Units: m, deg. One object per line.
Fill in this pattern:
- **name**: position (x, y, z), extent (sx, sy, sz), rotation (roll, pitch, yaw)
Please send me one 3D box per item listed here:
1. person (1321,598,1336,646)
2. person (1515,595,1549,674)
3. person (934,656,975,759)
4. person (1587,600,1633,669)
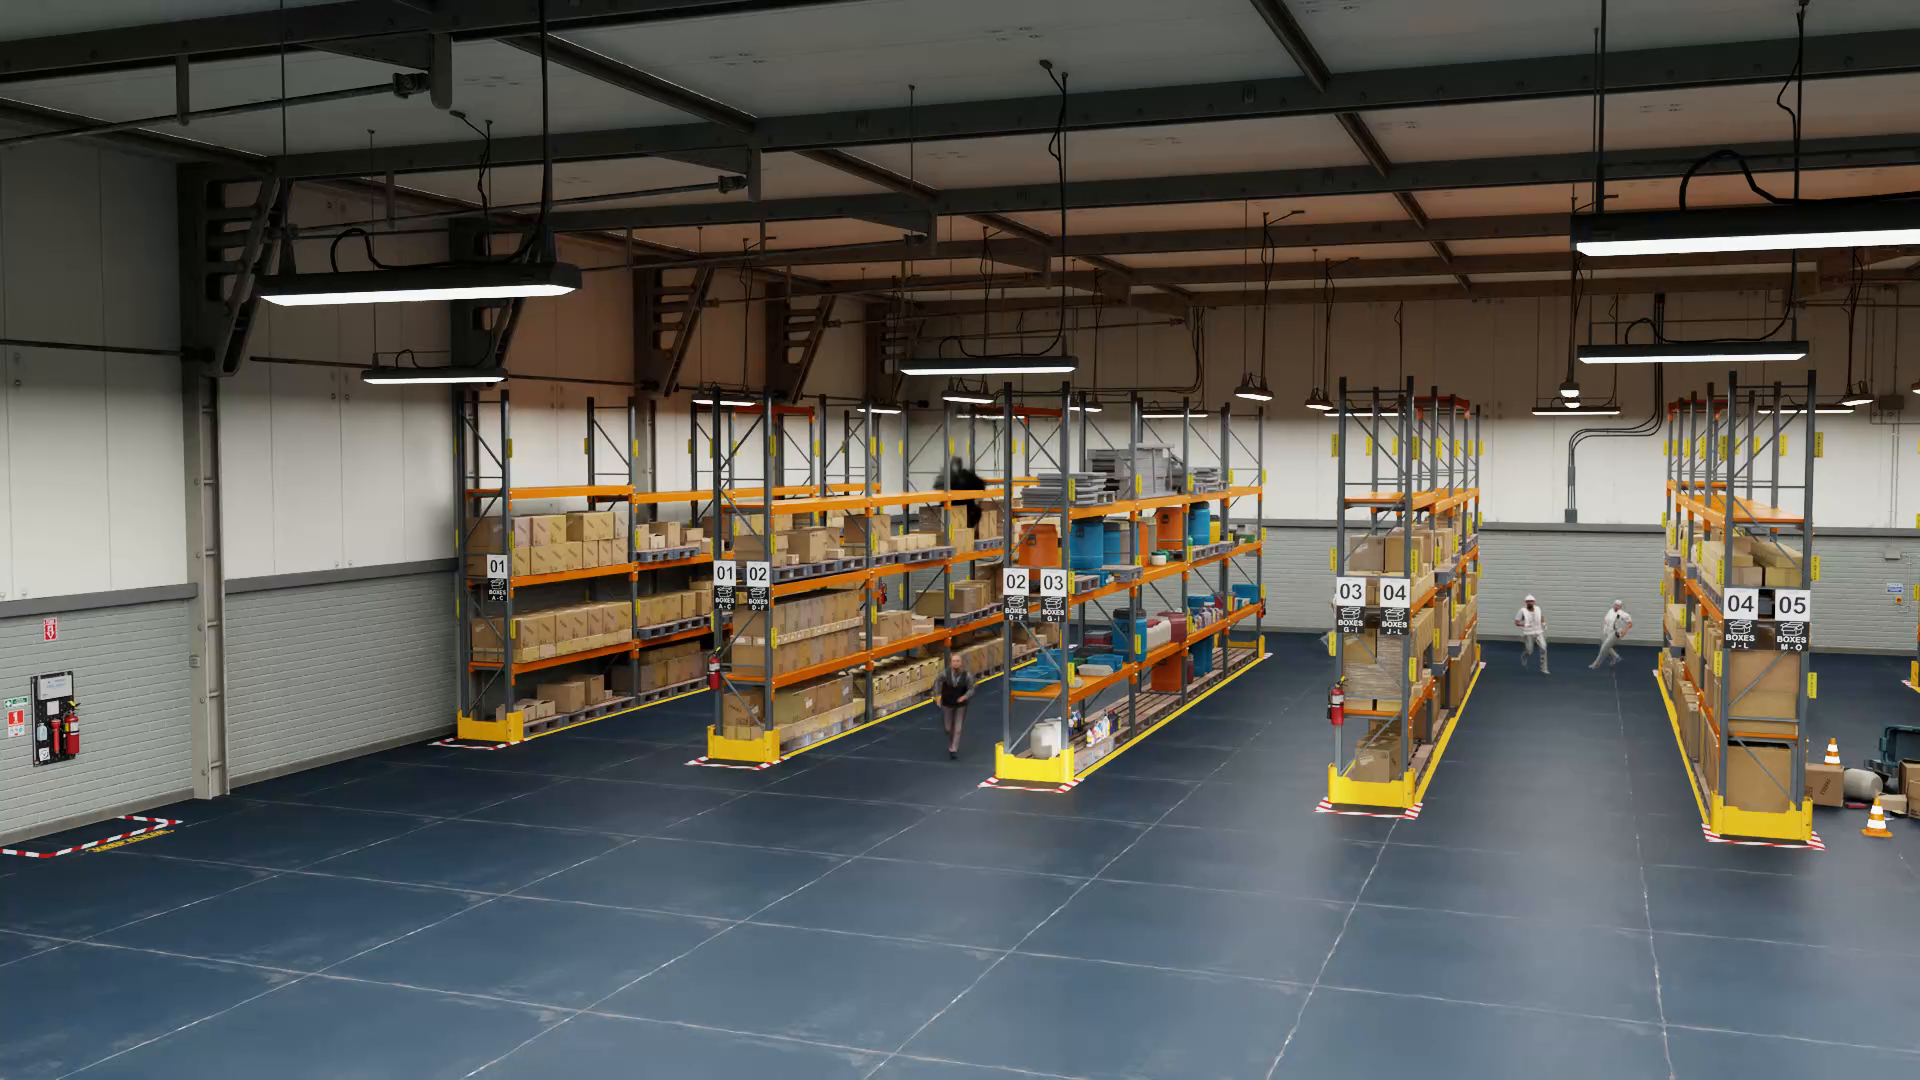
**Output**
- **person**: position (9.359, 1.923, 40.759), extent (1.077, 1.722, 0.543), rotation (2, 4, 29)
- **person**: position (12.806, 2.106, 37.285), extent (0.716, 1.738, 0.817), rotation (0, 3, -1)
- **person**: position (-0.094, 2.700, 26.955), extent (0.693, 1.678, 0.682), rotation (0, 3, 5)
- **person**: position (14.758, 2.142, 37.647), extent (0.818, 1.607, 0.660), rotation (-1, 3, -16)
